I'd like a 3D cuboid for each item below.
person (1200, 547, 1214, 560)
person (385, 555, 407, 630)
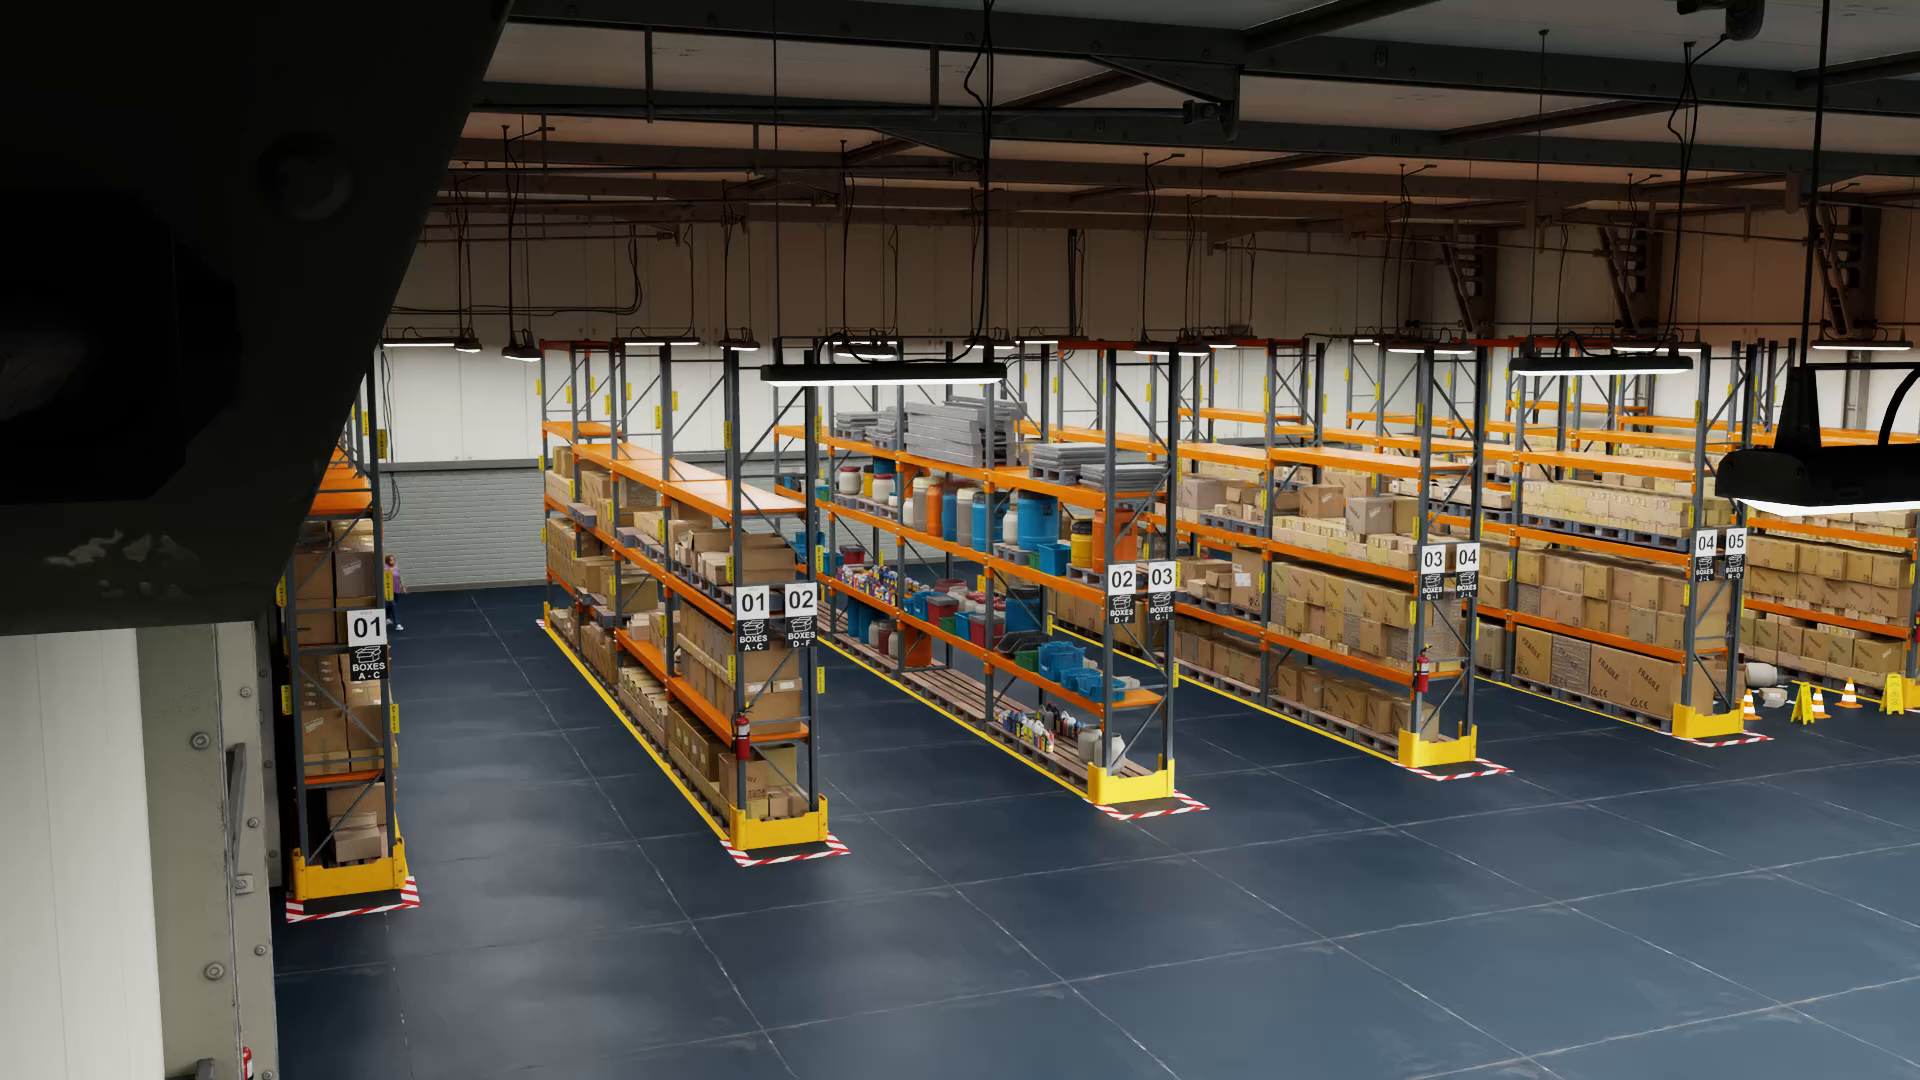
[{"bbox_3d":[5.102,1.007,34.445,0.582,1.723,0.547,-2,8,-14],"label":"person"},{"bbox_3d":[-11.791,1.061,34.532,0.978,1.538,0.458,7,10,44],"label":"person"}]
